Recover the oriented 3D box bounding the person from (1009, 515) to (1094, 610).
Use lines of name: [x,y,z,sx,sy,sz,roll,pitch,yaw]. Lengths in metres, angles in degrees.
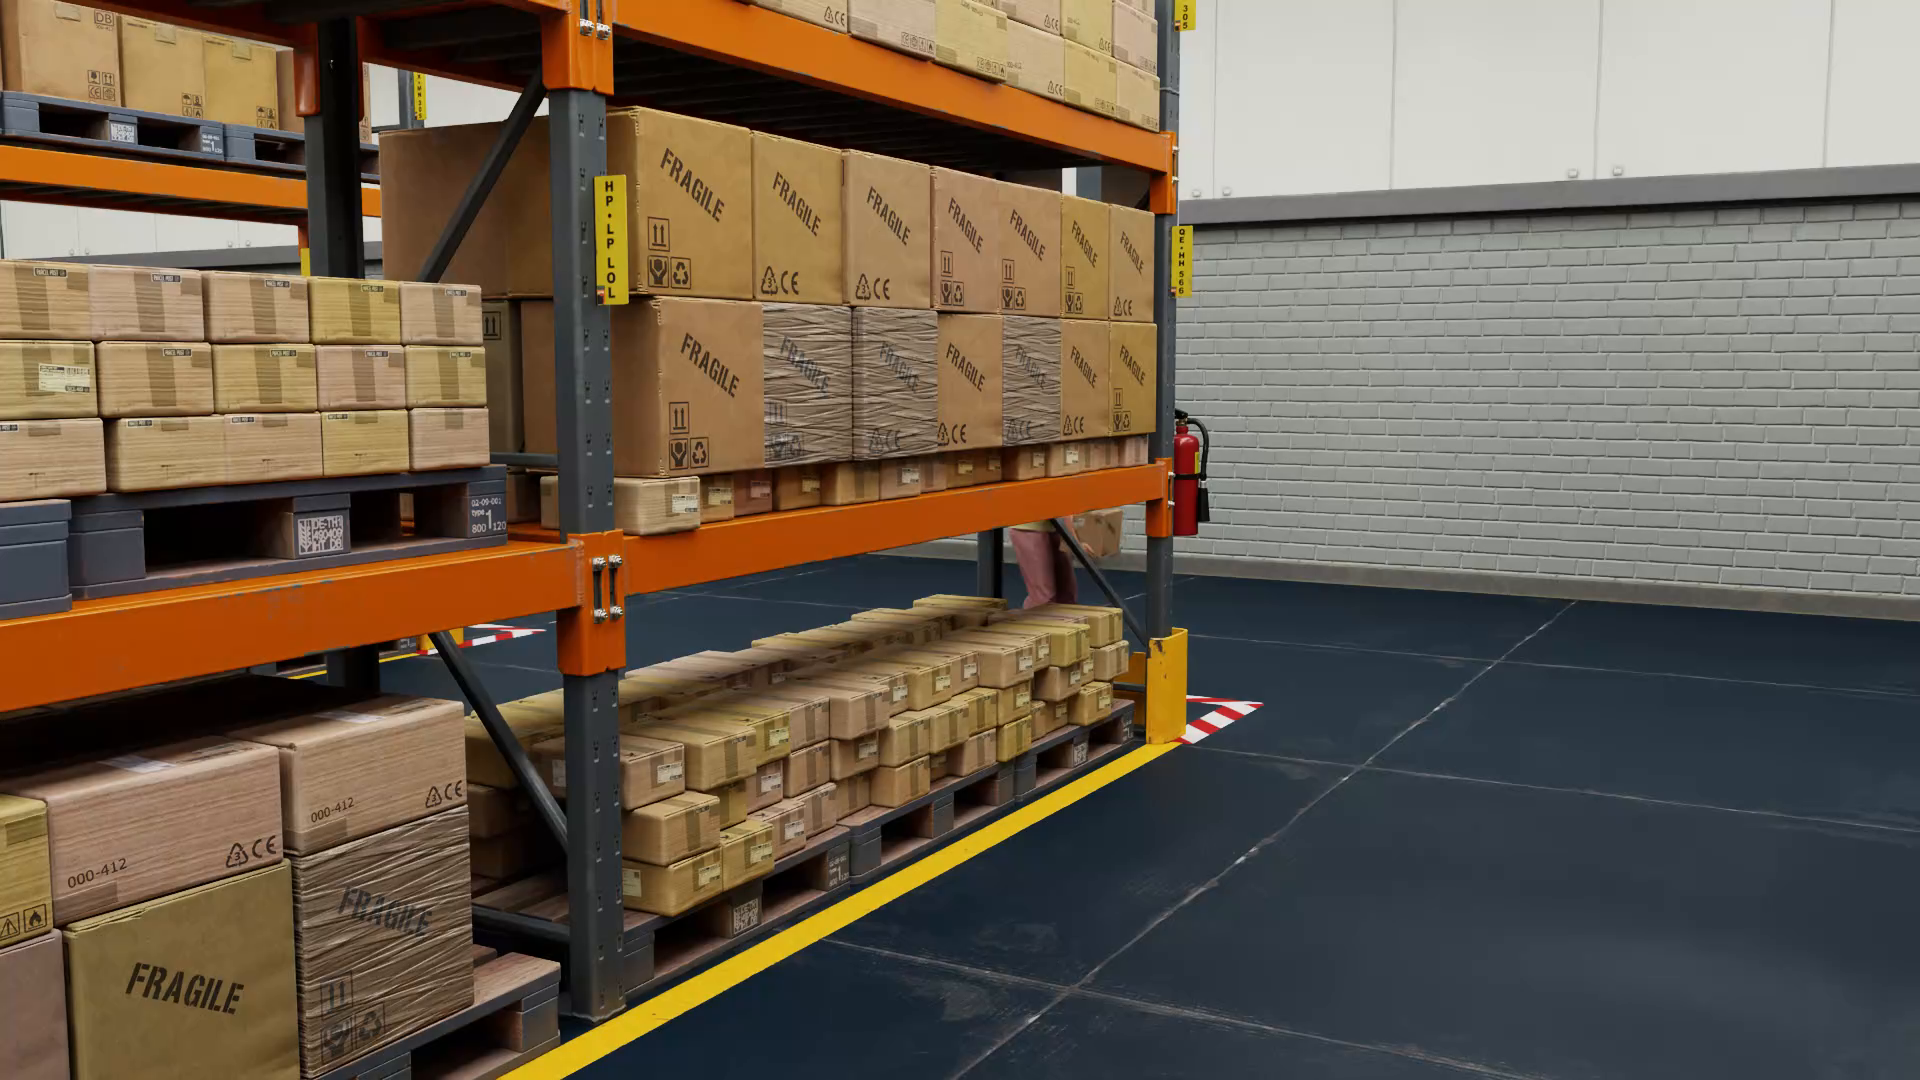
person: [0.557,-0.012,9.324,0.551,1.601,0.409,3,7,28]
